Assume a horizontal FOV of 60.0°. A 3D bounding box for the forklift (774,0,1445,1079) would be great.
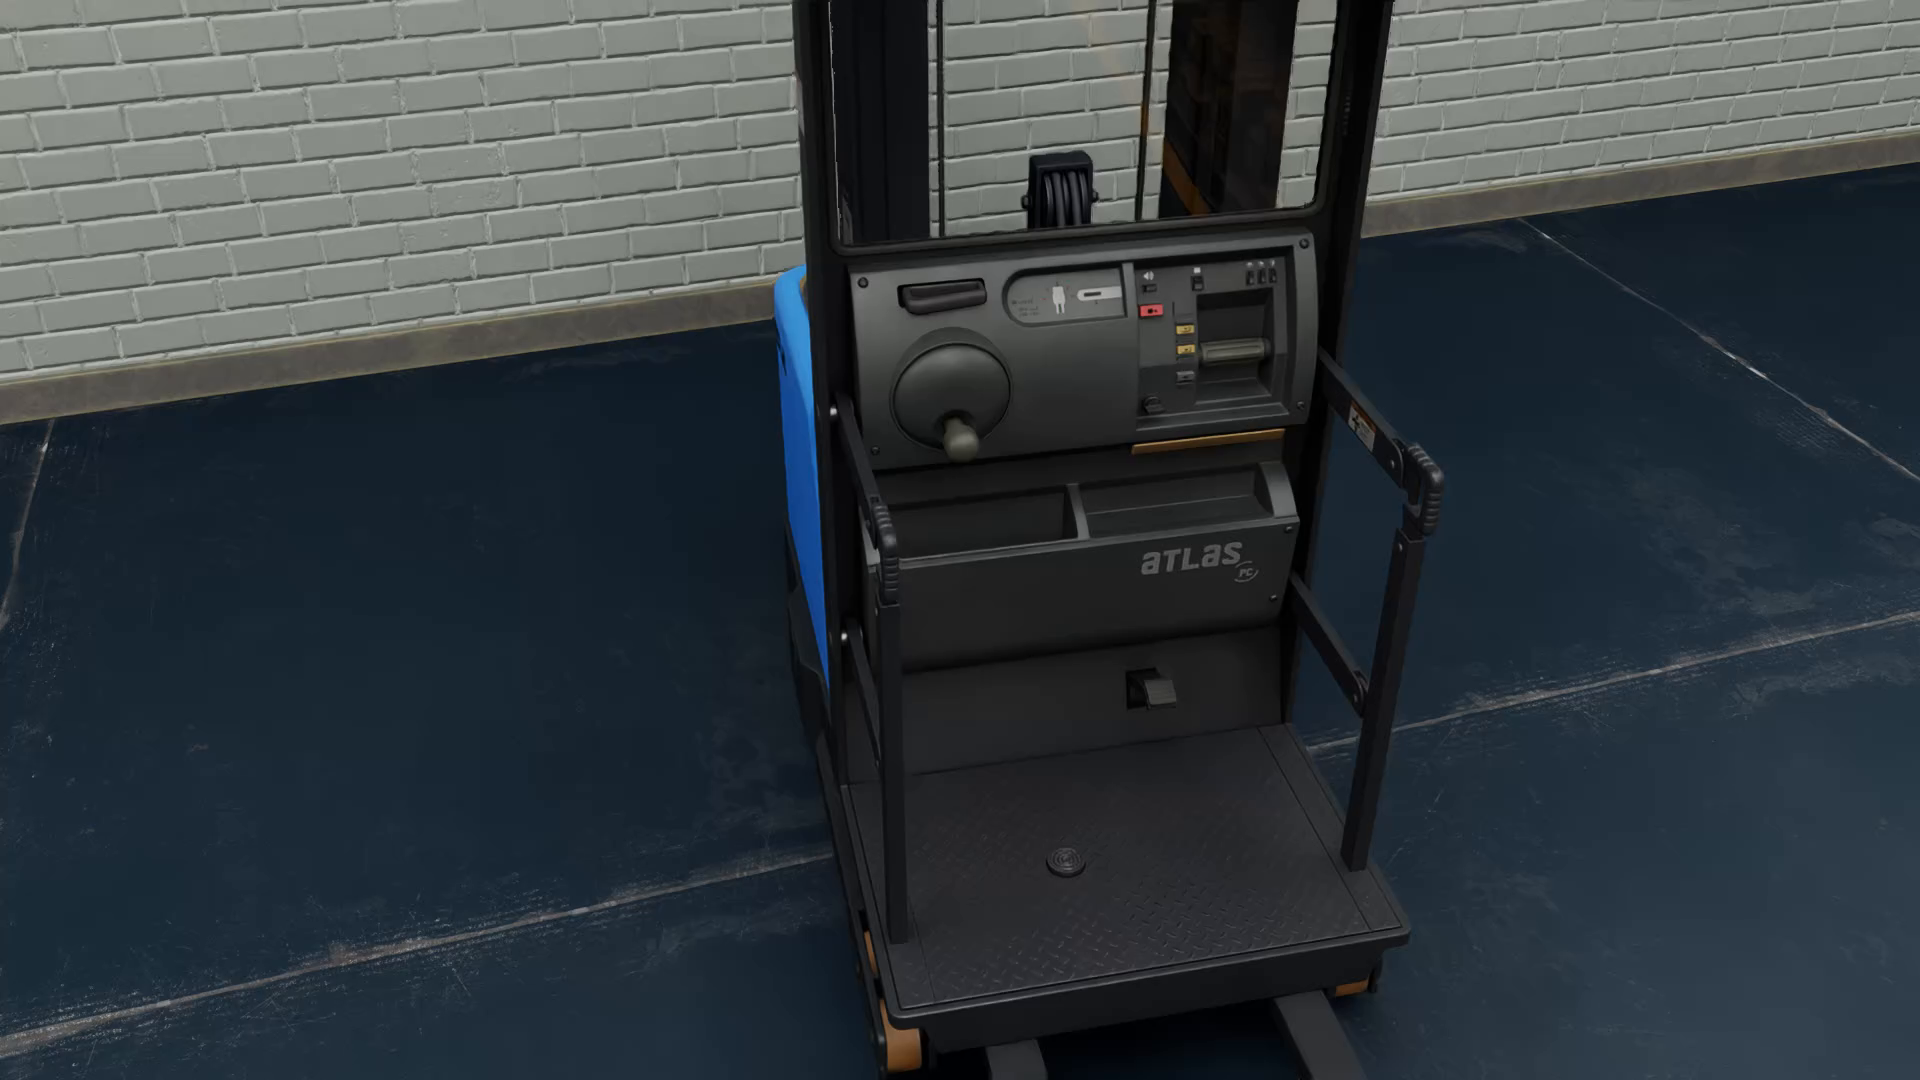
[{"bbox_3d":[0.300,-0.320,3.075,1.130,2.935,3.031,-7,34,-10],"label":"forklift"}]
